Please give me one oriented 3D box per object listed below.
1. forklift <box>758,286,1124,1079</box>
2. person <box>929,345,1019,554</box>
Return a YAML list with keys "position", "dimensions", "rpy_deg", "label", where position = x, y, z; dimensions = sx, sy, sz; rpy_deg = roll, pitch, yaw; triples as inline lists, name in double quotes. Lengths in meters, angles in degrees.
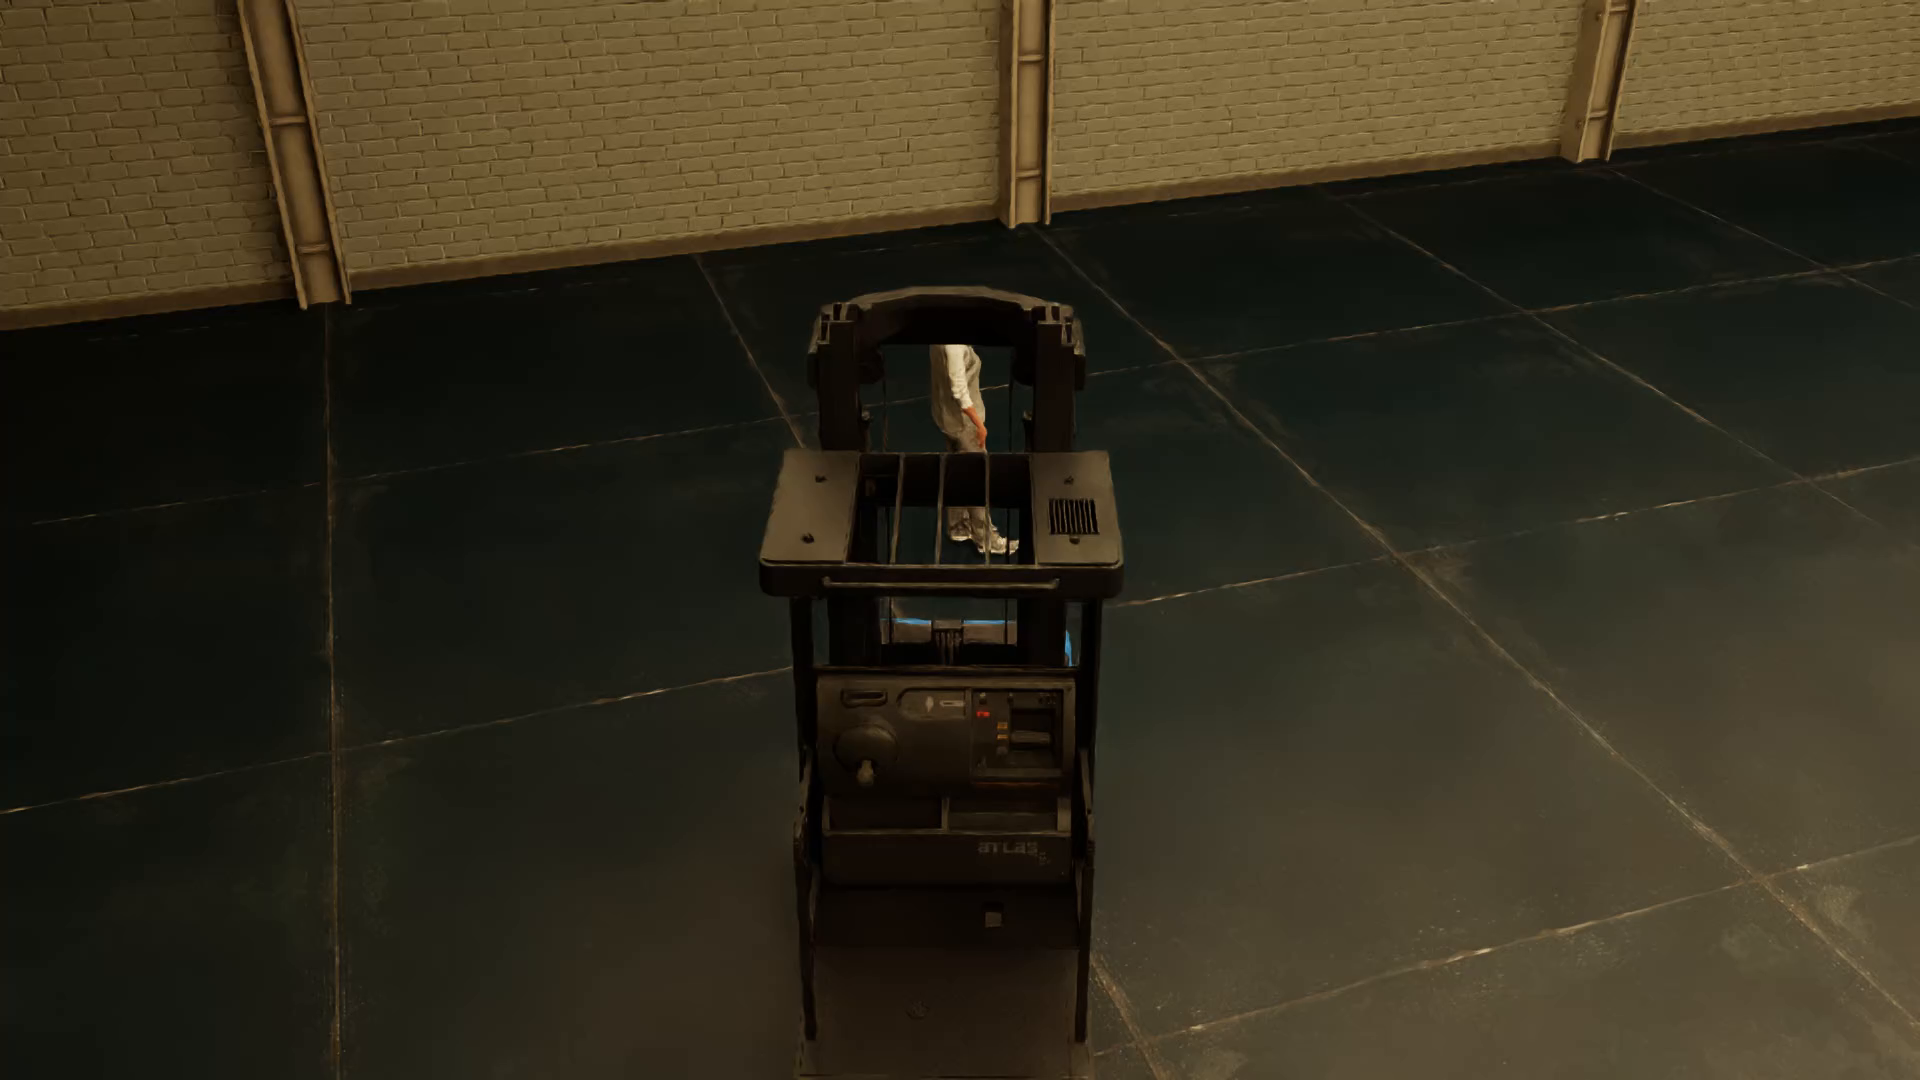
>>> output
- position: [-0.051, 0.737, 5.806]
  dimensions: [1.130, 2.935, 3.031]
  rpy_deg: [0, 30, 1]
  label: "forklift"
- position: [0.075, -0.703, 9.633]
  dimensions: [0.474, 1.597, 0.521]
  rpy_deg: [-10, 31, -16]
  label: "person"
